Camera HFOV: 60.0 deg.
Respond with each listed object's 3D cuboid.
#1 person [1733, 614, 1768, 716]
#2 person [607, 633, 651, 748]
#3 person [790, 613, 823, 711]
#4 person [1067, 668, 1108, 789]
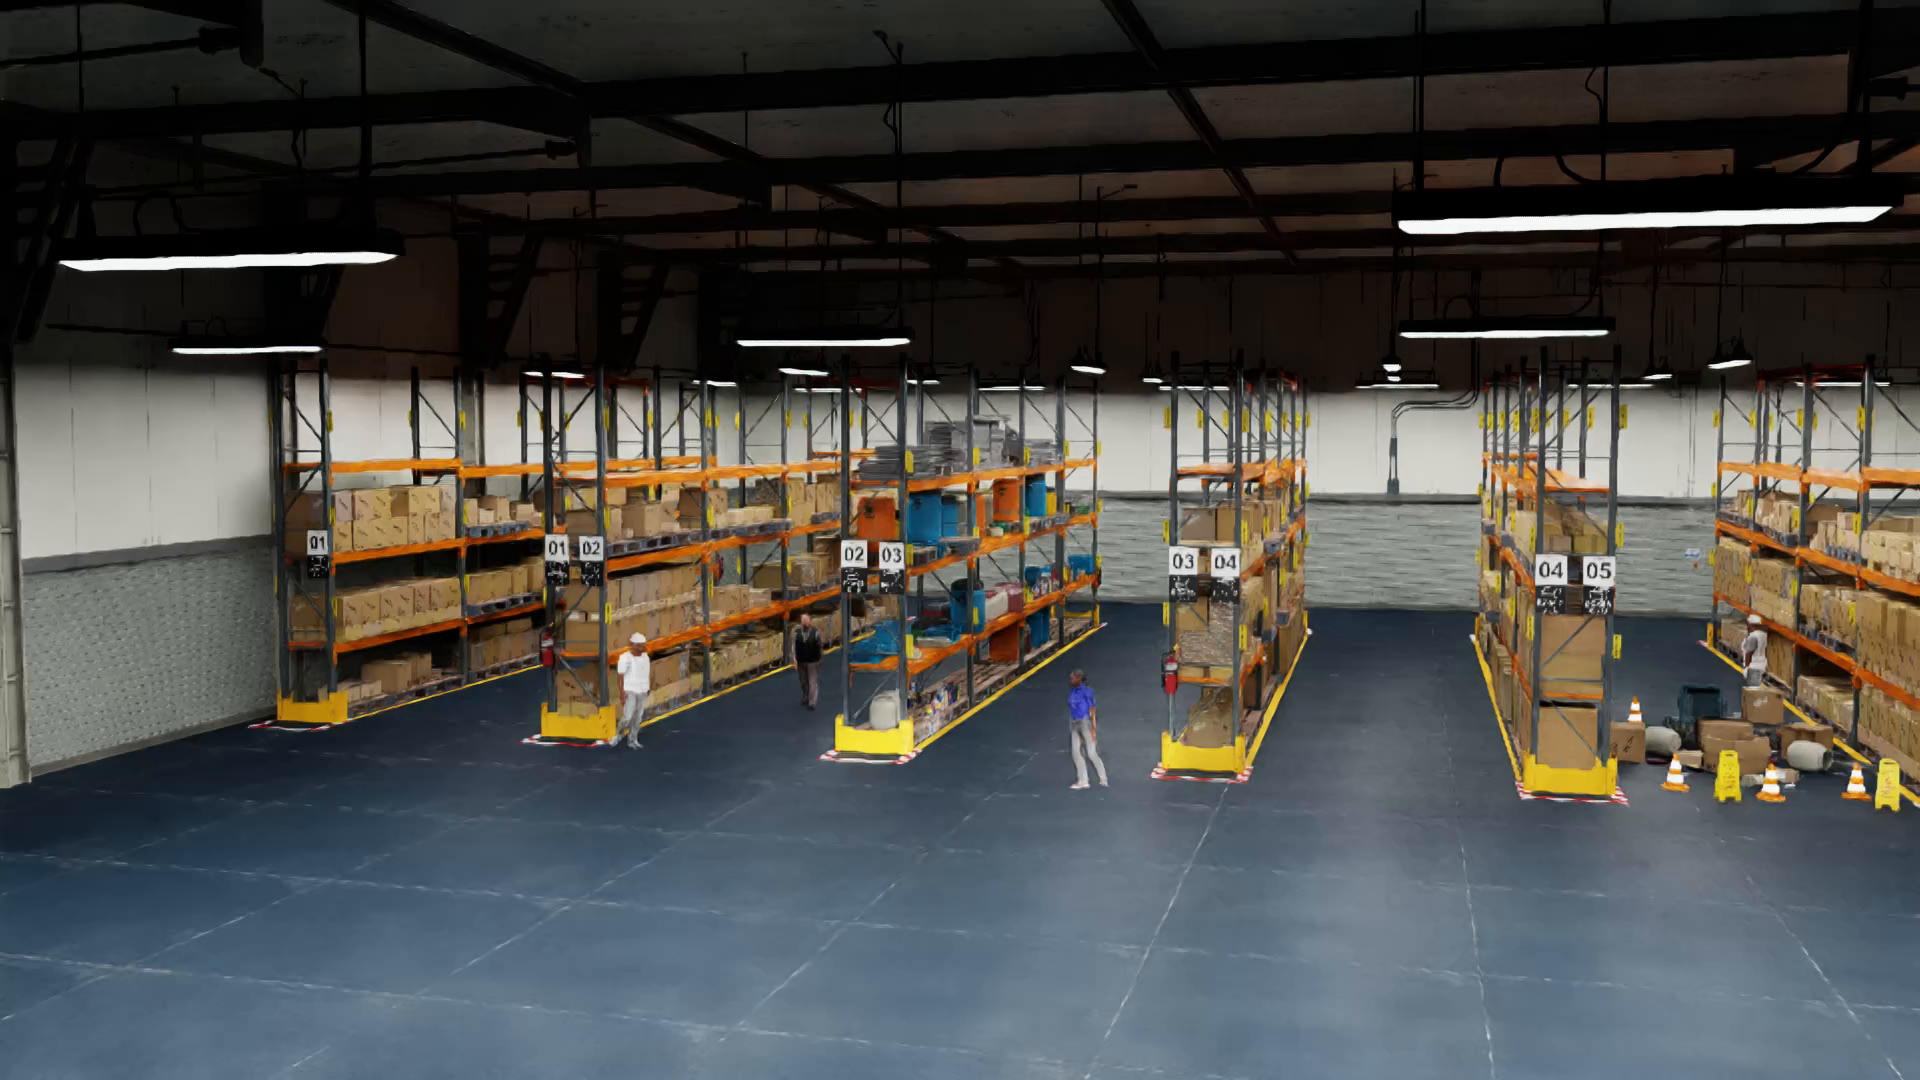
[{"bbox_3d":[13.145,2.111,27.615,0.583,1.782,0.678,3,5,40],"label":"person"},{"bbox_3d":[-5.016,2.290,25.322,0.463,1.761,0.720,4,6,43],"label":"person"},{"bbox_3d":[-2.659,2.095,28.781,0.538,1.661,1.029,0,4,6],"label":"person"},{"bbox_3d":[1.753,2.562,22.692,0.540,1.629,0.515,-3,5,-39],"label":"person"}]
